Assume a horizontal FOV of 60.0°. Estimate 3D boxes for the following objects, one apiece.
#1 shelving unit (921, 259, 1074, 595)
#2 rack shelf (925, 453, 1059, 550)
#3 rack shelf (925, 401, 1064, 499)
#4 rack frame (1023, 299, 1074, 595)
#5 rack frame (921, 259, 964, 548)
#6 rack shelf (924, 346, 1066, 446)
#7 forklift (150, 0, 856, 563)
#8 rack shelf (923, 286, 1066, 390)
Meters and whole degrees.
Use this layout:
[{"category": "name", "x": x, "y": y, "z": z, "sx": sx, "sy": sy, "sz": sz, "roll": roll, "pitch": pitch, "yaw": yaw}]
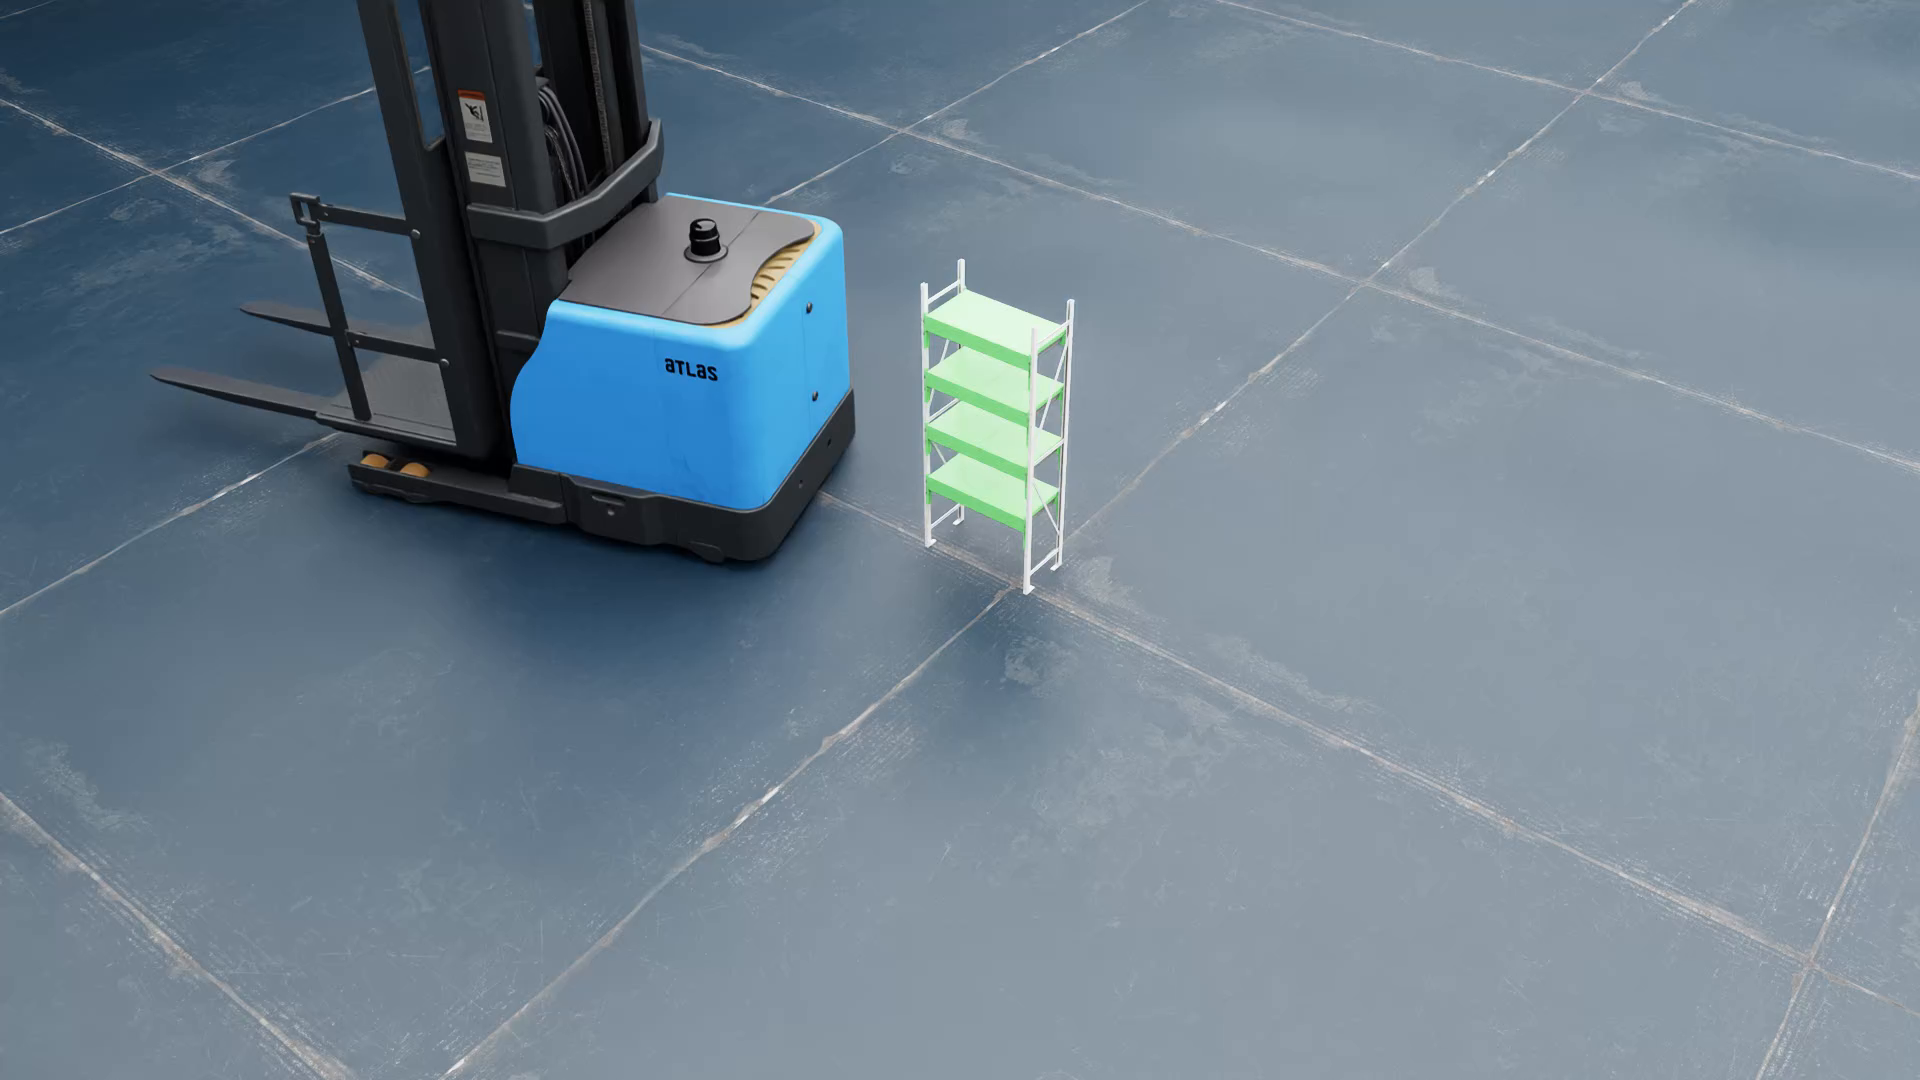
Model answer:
[{"category": "shelving unit", "x": 0.131, "y": -0.410, "z": 6.301, "sx": 0.503, "sy": 1.200, "sz": 0.258, "roll": 25, "pitch": 45, "yaw": 29}, {"category": "rack shelf", "x": 0.131, "y": -0.171, "z": 6.488, "sx": 0.480, "sy": 0.148, "sz": 0.258, "roll": 25, "pitch": 45, "yaw": 29}, {"category": "rack shelf", "x": 0.131, "y": -0.360, "z": 6.340, "sx": 0.480, "sy": 0.148, "sz": 0.258, "roll": 25, "pitch": 45, "yaw": 29}, {"category": "rack frame", "x": 0.325, "y": -0.319, "z": 6.184, "sx": 0.015, "sy": 1.200, "sz": 0.240, "roll": 25, "pitch": 45, "yaw": 29}, {"category": "rack frame", "x": -0.062, "y": -0.502, "z": 6.418, "sx": 0.015, "sy": 1.200, "sz": 0.240, "roll": 25, "pitch": 45, "yaw": 29}, {"category": "rack shelf", "x": 0.131, "y": -0.549, "z": 6.192, "sx": 0.480, "sy": 0.148, "sz": 0.258, "roll": 25, "pitch": 45, "yaw": 29}, {"category": "forklift", "x": -2.029, "y": -1.603, "z": 6.420, "sx": 3.031, "sy": 2.935, "sz": 1.130, "roll": 12, "pitch": 40, "yaw": 15}, {"category": "rack shelf", "x": 0.131, "y": -0.738, "z": 6.044, "sx": 0.480, "sy": 0.148, "sz": 0.258, "roll": 25, "pitch": 45, "yaw": 29}]
